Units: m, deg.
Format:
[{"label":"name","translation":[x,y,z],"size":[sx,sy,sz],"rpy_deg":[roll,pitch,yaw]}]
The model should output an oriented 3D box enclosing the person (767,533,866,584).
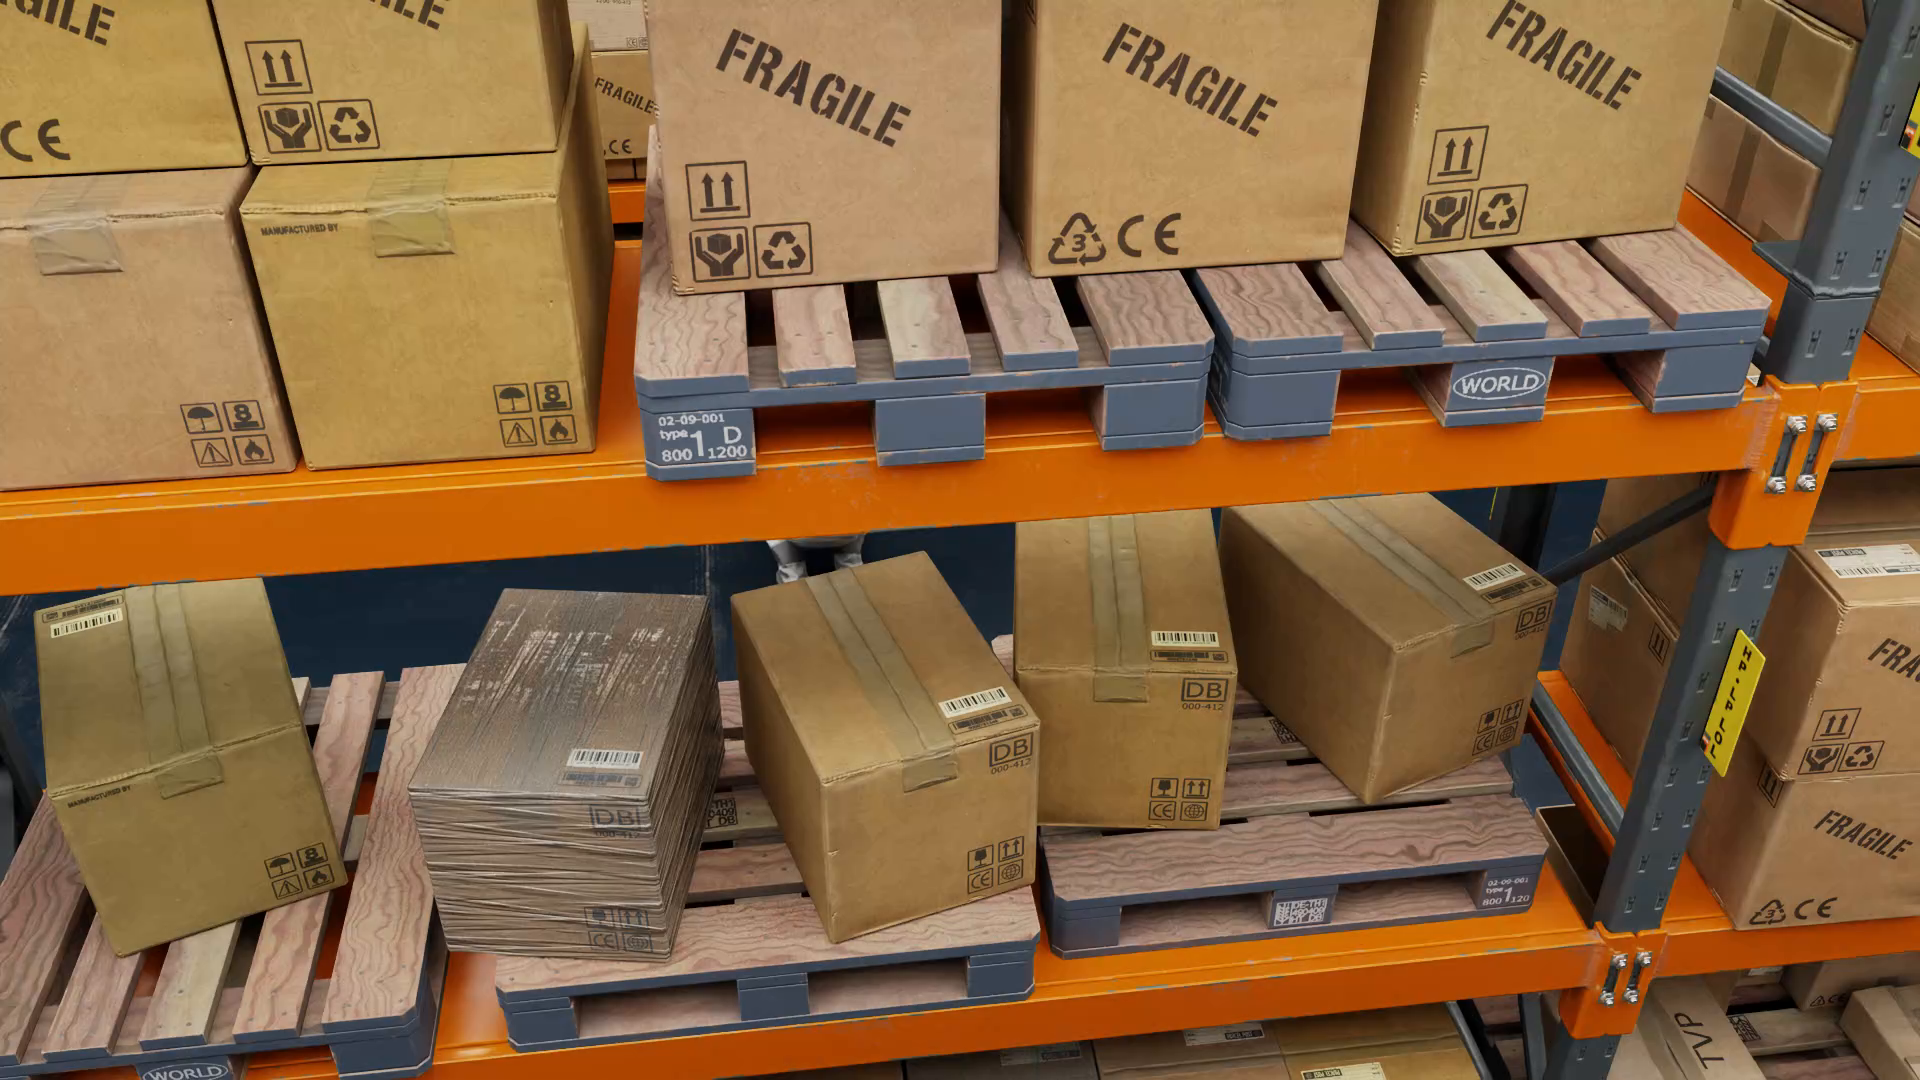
[{"label":"person","translation":[-0.640,-0.275,7.229],"size":[0.536,0.998,0.890],"rpy_deg":[-5,35,-7]}]
